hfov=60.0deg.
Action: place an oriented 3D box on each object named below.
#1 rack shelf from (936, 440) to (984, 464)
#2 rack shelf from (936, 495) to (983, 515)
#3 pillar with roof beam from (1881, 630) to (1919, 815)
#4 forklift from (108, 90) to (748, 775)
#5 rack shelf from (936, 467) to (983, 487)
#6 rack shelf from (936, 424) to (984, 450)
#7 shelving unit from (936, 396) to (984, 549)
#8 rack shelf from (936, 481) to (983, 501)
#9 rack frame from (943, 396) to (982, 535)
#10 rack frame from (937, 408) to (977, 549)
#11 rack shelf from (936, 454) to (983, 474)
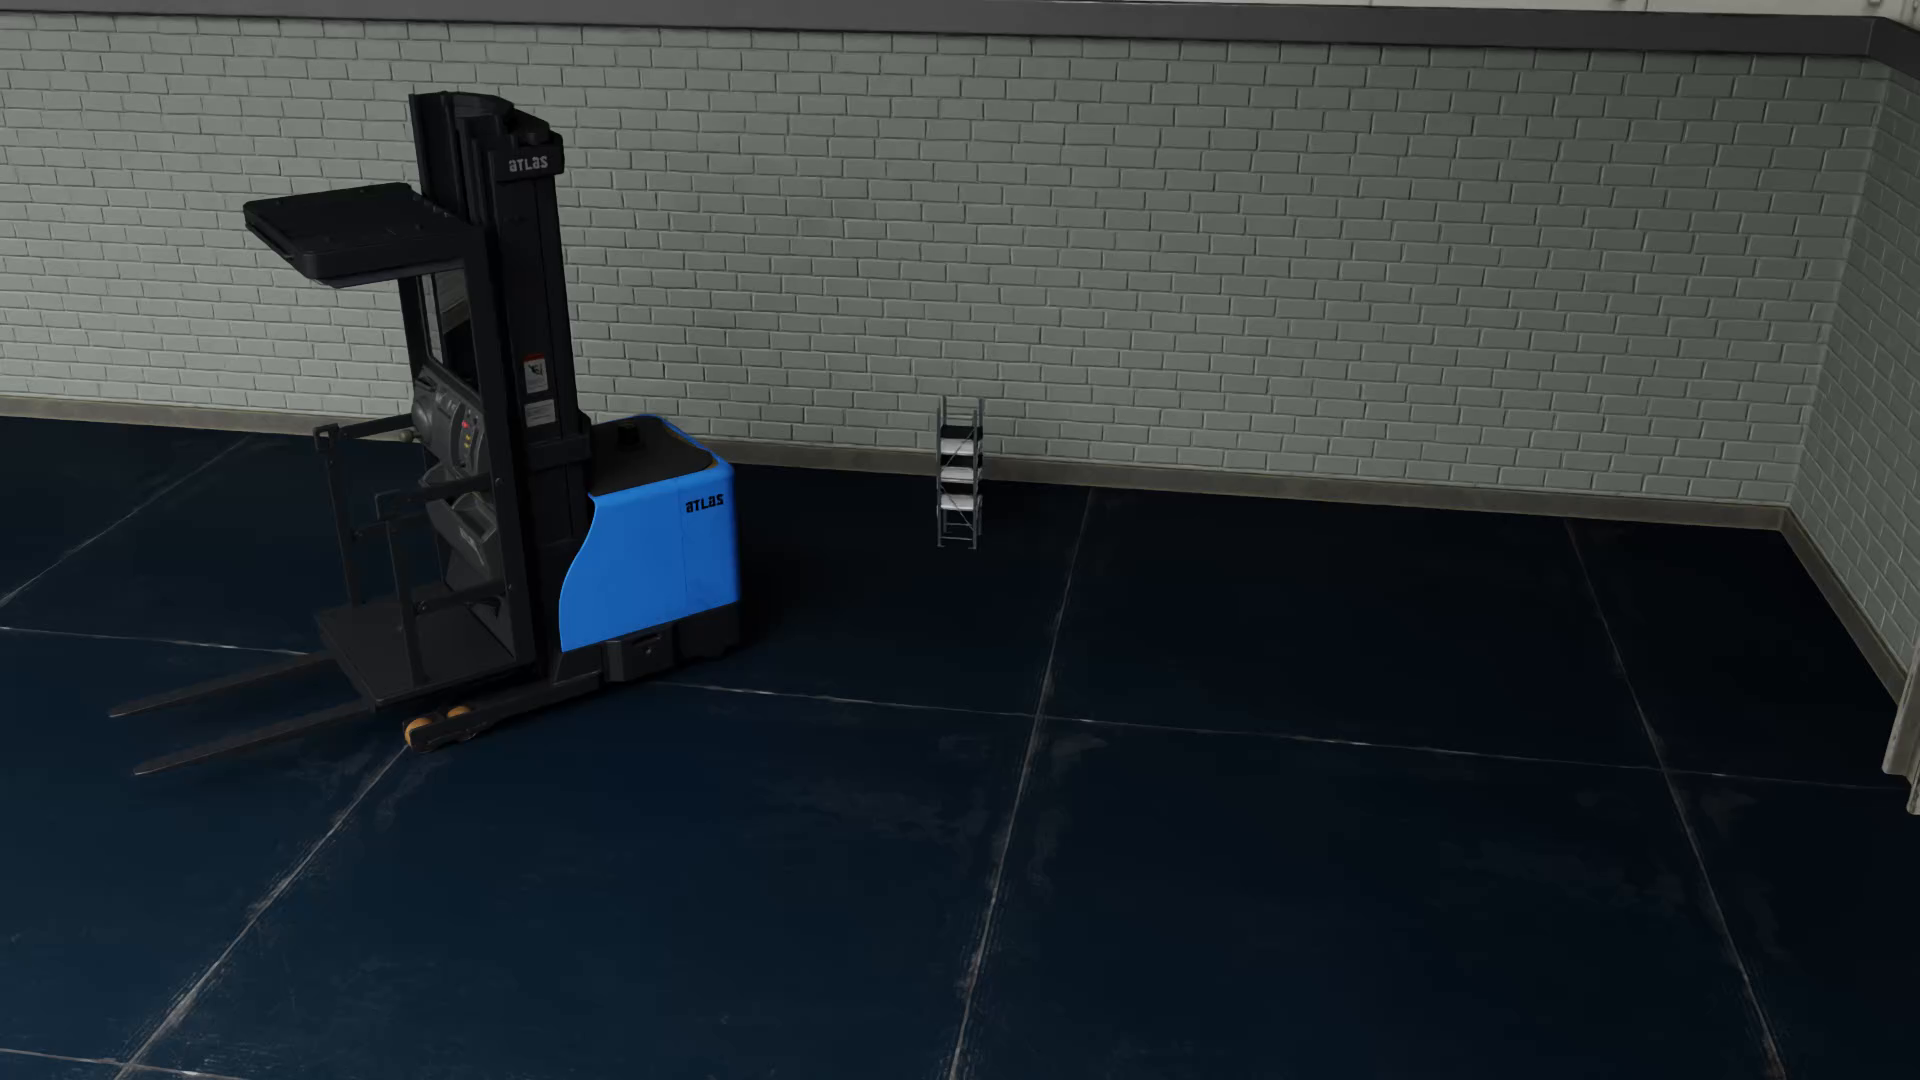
[{"bbox_3d":[-0.001,-0.537,9.990,0.258,0.077,0.200,4,25,9],"label":"rack shelf"},{"bbox_3d":[-0.001,-0.211,10.142,0.258,0.077,0.200,4,25,9],"label":"rack shelf"},{"bbox_3d":[0.268,-3.197,6.466,9.100,9.000,0.400,4,25,9],"label":"pillar with roof beam"},{"bbox_3d":[-2.648,-0.552,7.972,3.031,2.935,1.130,-16,30,-31],"label":"forklift"},{"bbox_3d":[-0.001,-0.374,10.066,0.258,0.077,0.200,4,25,9],"label":"rack shelf"},{"bbox_3d":[-0.001,-0.619,9.952,0.258,0.077,0.200,4,25,9],"label":"rack shelf"},{"bbox_3d":[-0.001,-0.404,10.052,0.258,0.900,0.210,4,25,9],"label":"shelving unit"},{"bbox_3d":[-0.001,-0.292,10.104,0.258,0.077,0.200,4,25,9],"label":"rack shelf"},{"bbox_3d":[0.015,-0.447,10.143,0.240,0.900,0.006,4,25,9],"label":"rack frame"},{"bbox_3d":[-0.018,-0.362,9.961,0.240,0.900,0.006,4,25,9],"label":"rack frame"},{"bbox_3d":[-0.001,-0.455,10.028,0.258,0.077,0.200,4,25,9],"label":"rack shelf"}]
